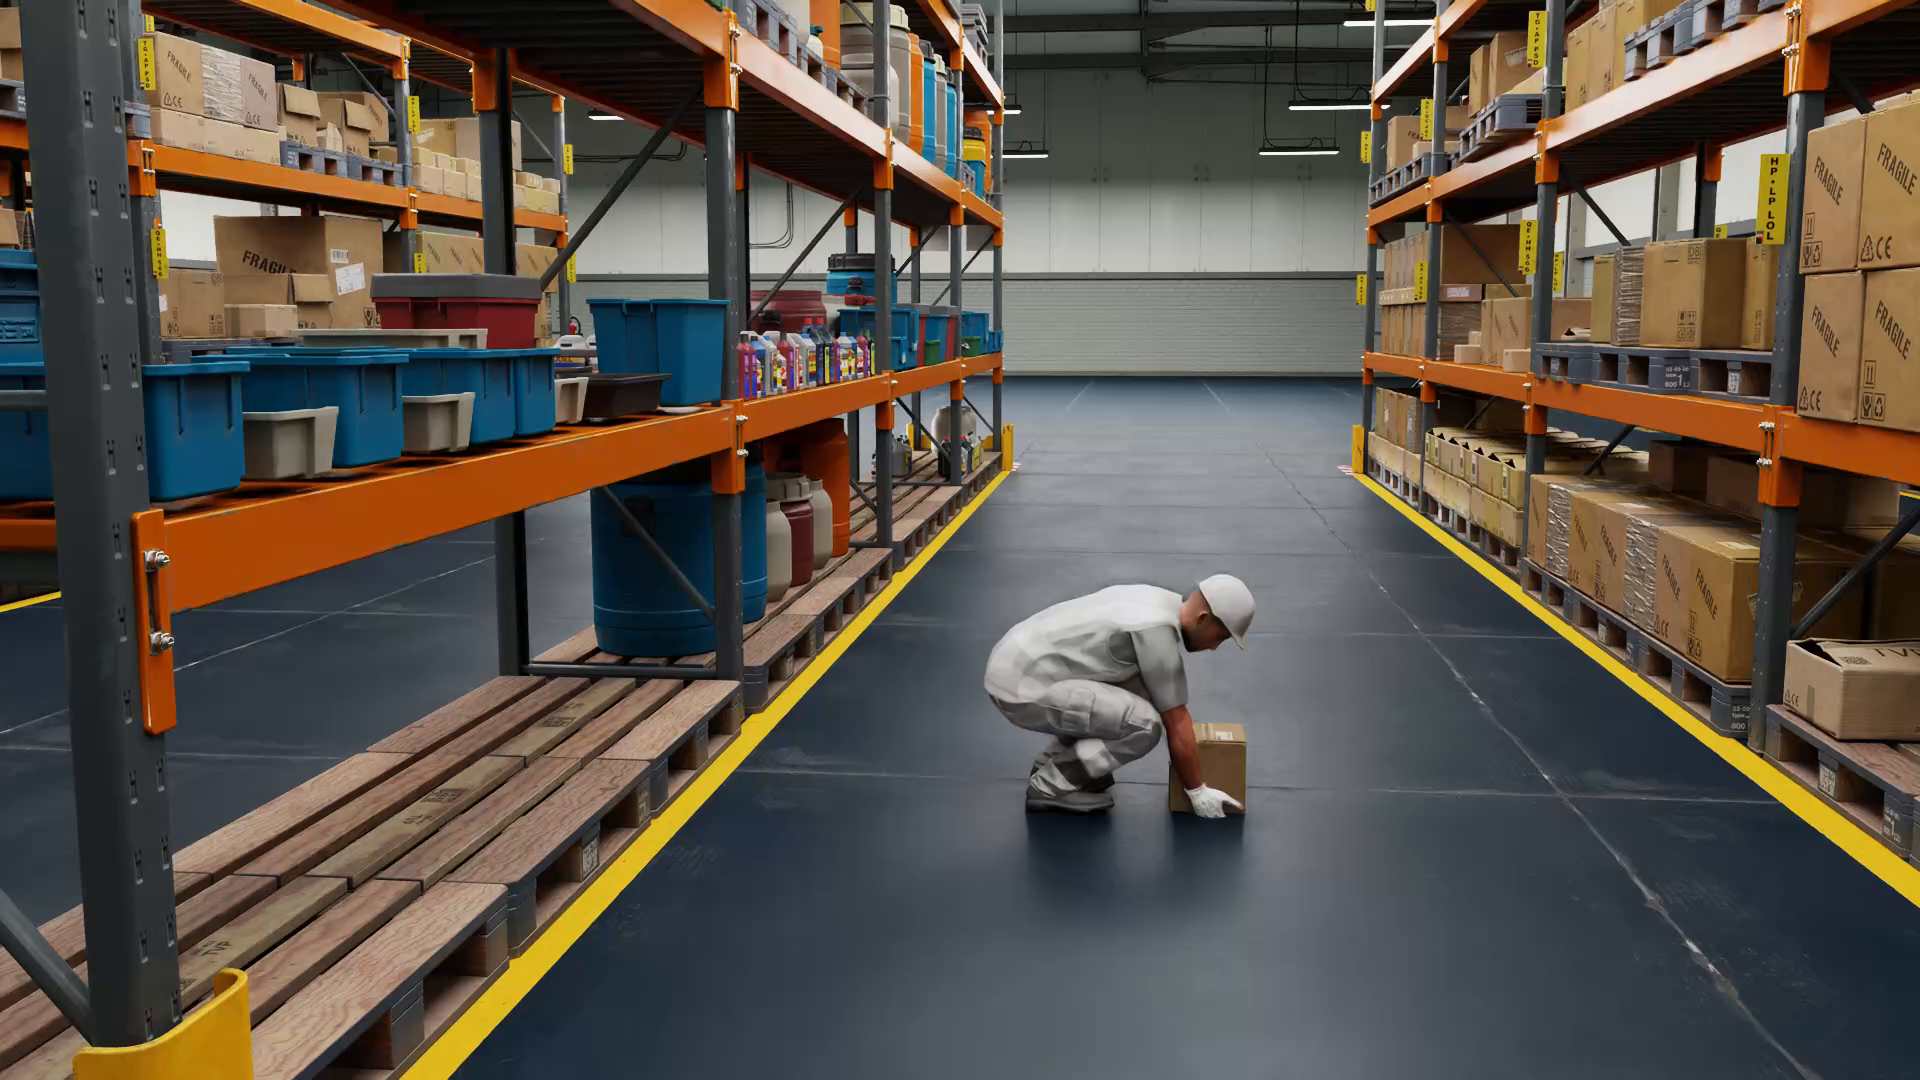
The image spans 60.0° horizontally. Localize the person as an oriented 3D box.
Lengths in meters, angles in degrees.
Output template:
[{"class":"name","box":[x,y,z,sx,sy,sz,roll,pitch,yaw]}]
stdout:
[{"class":"person","box":[0.541,0.551,5.692,0.920,0.869,0.546,1,8,6]}]
